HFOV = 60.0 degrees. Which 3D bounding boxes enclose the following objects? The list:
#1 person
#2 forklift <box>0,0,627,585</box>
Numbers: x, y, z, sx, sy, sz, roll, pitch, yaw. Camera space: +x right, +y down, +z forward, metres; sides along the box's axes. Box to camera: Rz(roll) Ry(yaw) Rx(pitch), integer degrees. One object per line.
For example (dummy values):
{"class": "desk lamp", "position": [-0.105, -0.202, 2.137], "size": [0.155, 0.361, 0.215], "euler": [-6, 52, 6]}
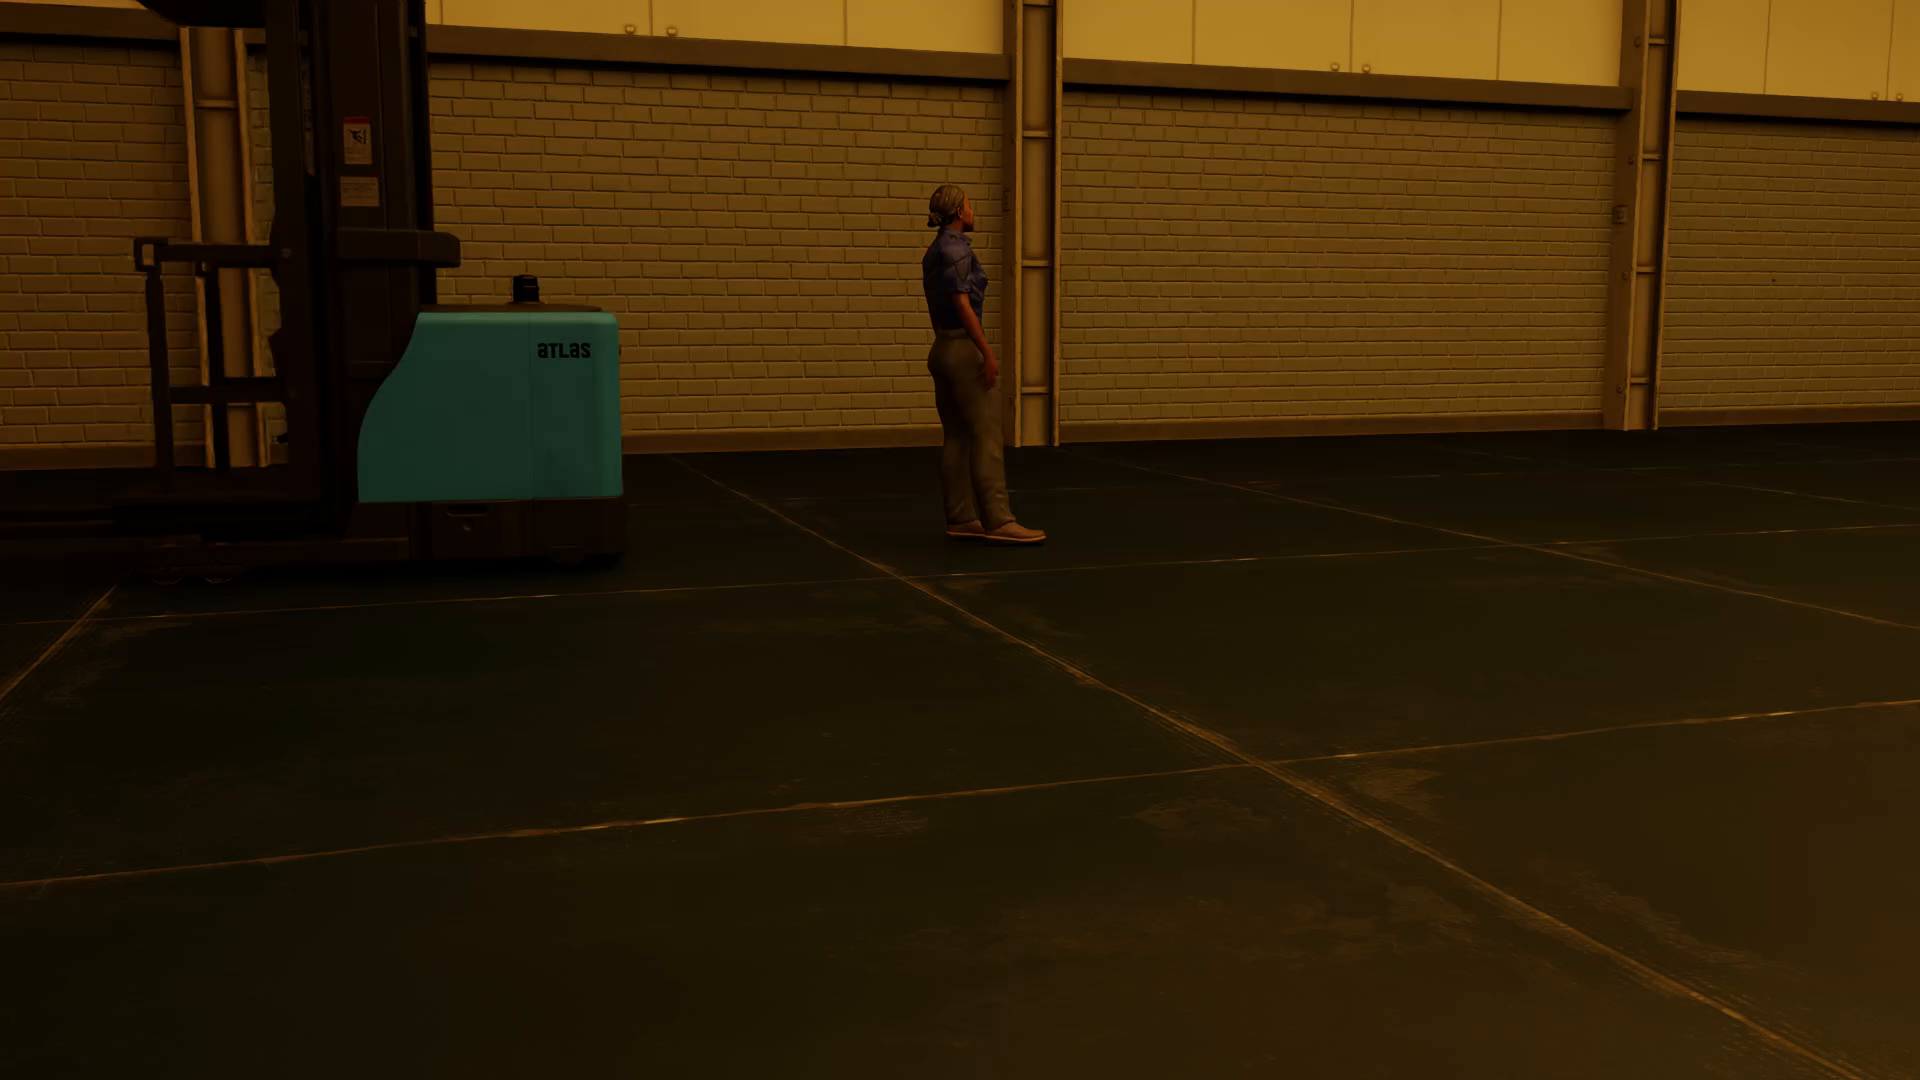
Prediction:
{"class": "person", "position": [0.090, -0.828, 7.821], "size": [0.503, 1.656, 0.570], "euler": [-3, 8, -18]}
{"class": "forklift", "position": [-2.983, -1.350, 6.973], "size": [3.031, 2.935, 1.130], "euler": [-2, 8, -12]}
